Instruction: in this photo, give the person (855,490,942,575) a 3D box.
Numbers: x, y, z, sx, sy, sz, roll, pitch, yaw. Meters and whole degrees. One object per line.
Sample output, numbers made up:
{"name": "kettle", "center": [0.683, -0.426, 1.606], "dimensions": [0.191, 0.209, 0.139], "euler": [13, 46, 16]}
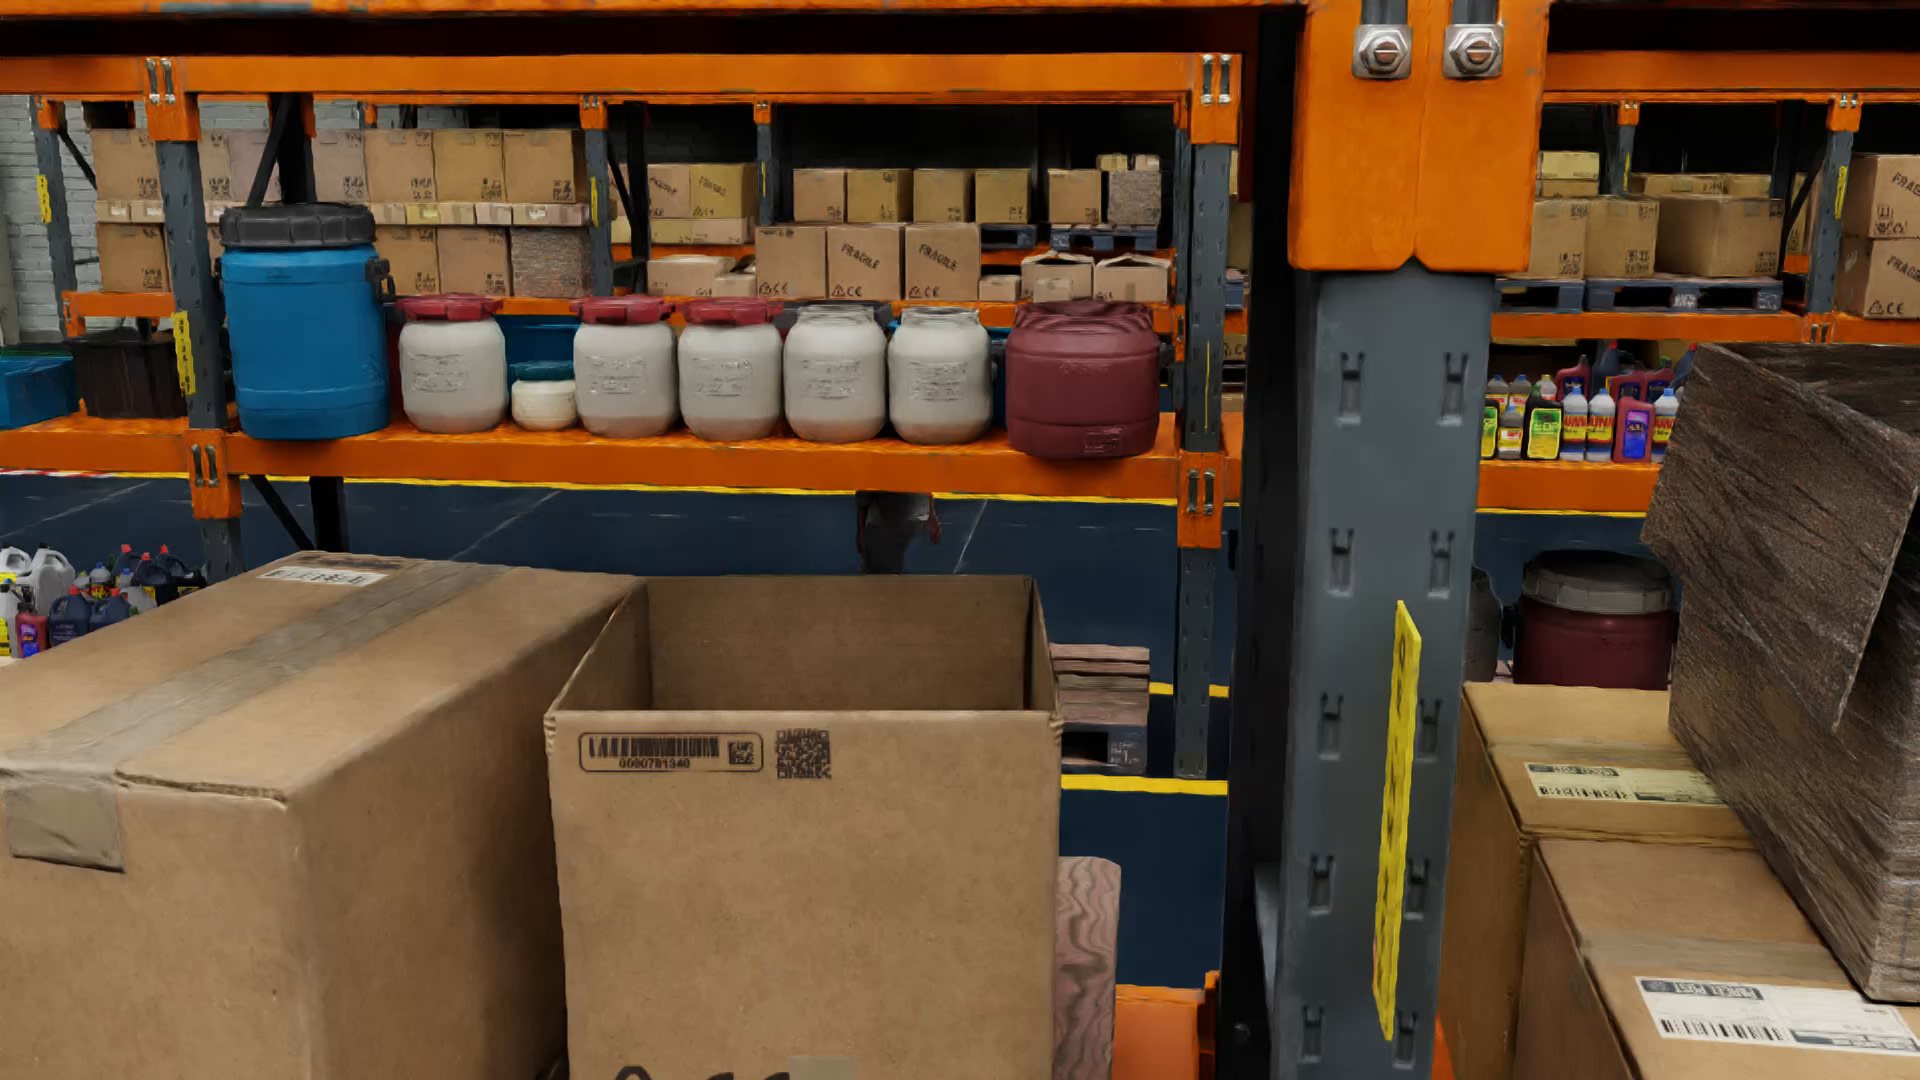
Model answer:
{"name": "person", "center": [-0.262, -0.093, 7.463], "dimensions": [0.879, 1.545, 0.457], "euler": [8, 16, 28]}
